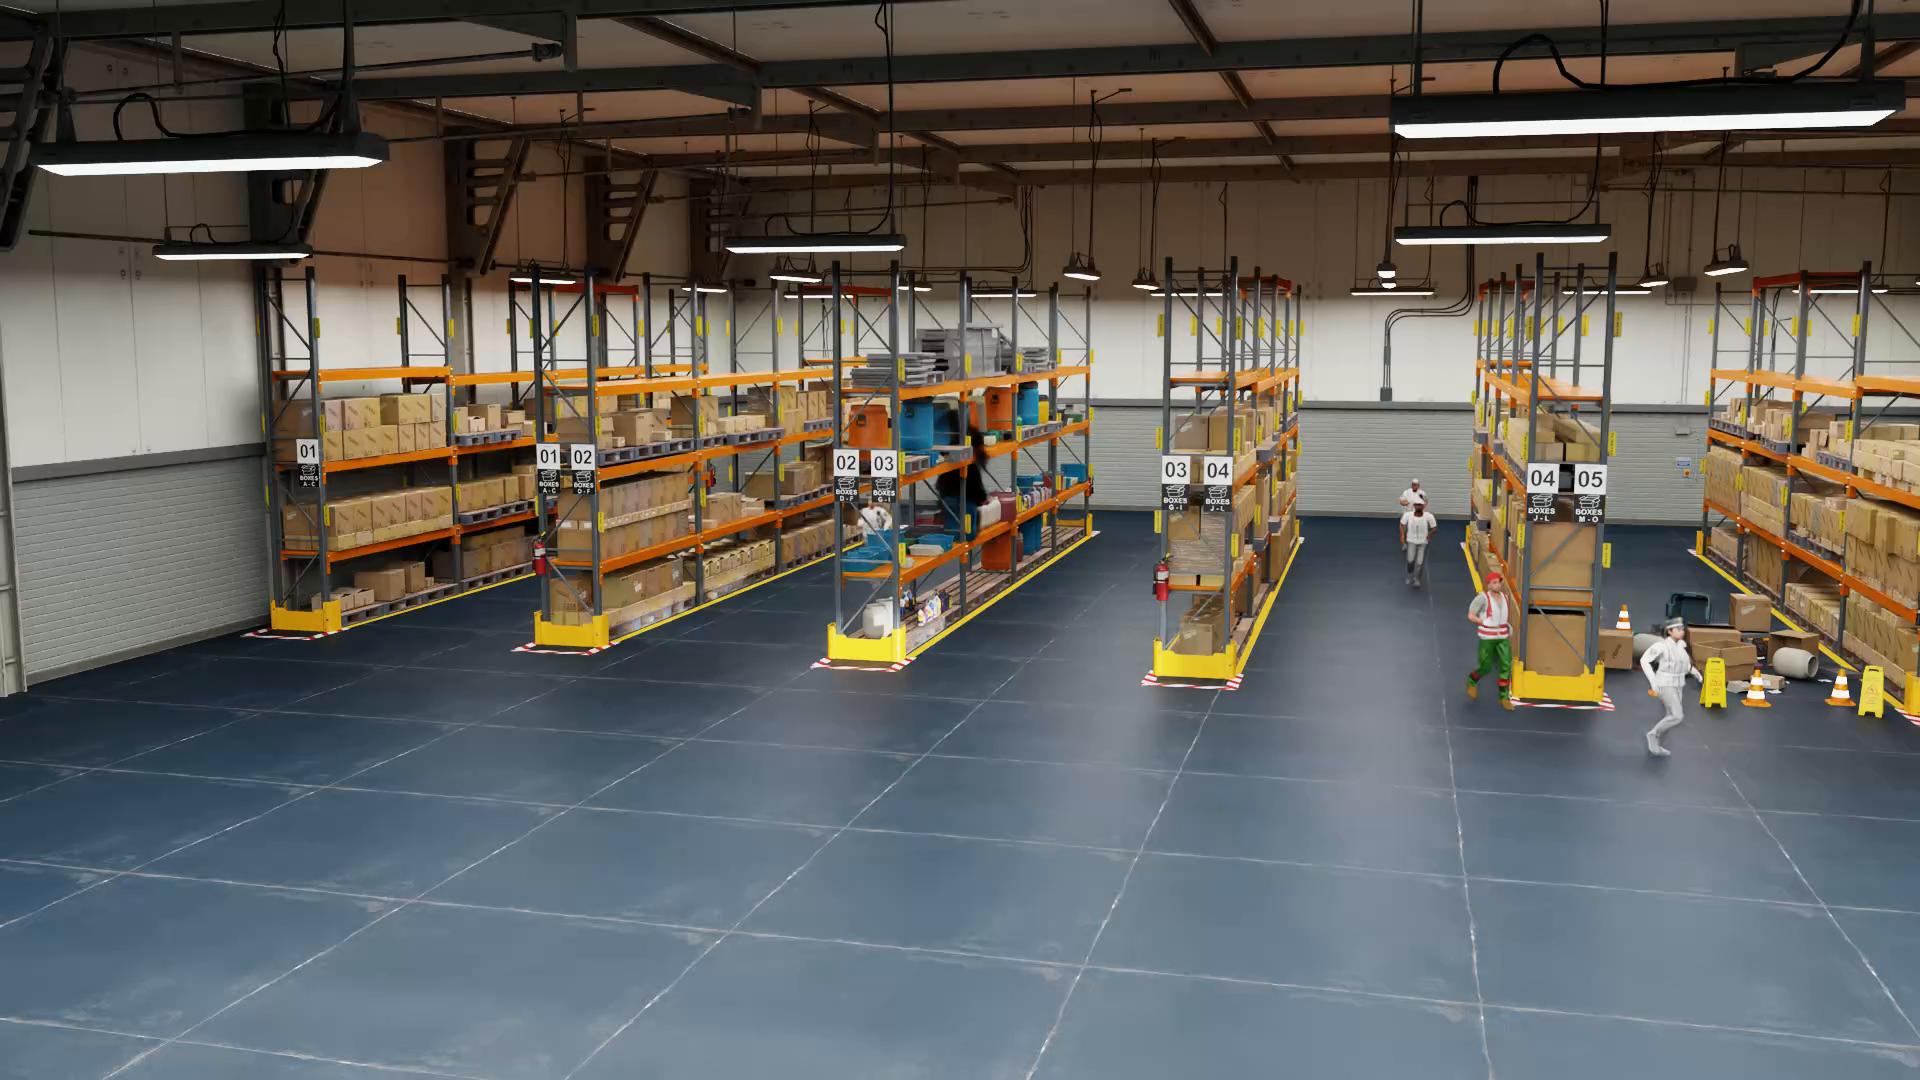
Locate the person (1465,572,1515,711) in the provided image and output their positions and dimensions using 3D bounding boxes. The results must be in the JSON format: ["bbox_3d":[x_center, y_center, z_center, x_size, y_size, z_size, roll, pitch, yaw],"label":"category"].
[{"bbox_3d":[7.065,1.311,22.114,0.677,1.800,0.878,-3,8,-20],"label":"person"}]

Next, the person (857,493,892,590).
[{"bbox_3d":[-1.604,0.010,30.641,0.592,1.788,0.666,2,7,13],"label":"person"}]

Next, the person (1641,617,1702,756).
[{"bbox_3d":[8.338,1.718,19.433,0.624,1.666,0.577,-4,8,-31],"label":"person"}]

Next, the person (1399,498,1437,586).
[{"bbox_3d":[8.875,0.051,32.234,0.704,1.730,0.612,2,7,14],"label":"person"}]

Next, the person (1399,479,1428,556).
[{"bbox_3d":[10.088,-0.509,37.053,0.610,1.714,0.806,3,8,21],"label":"person"}]
